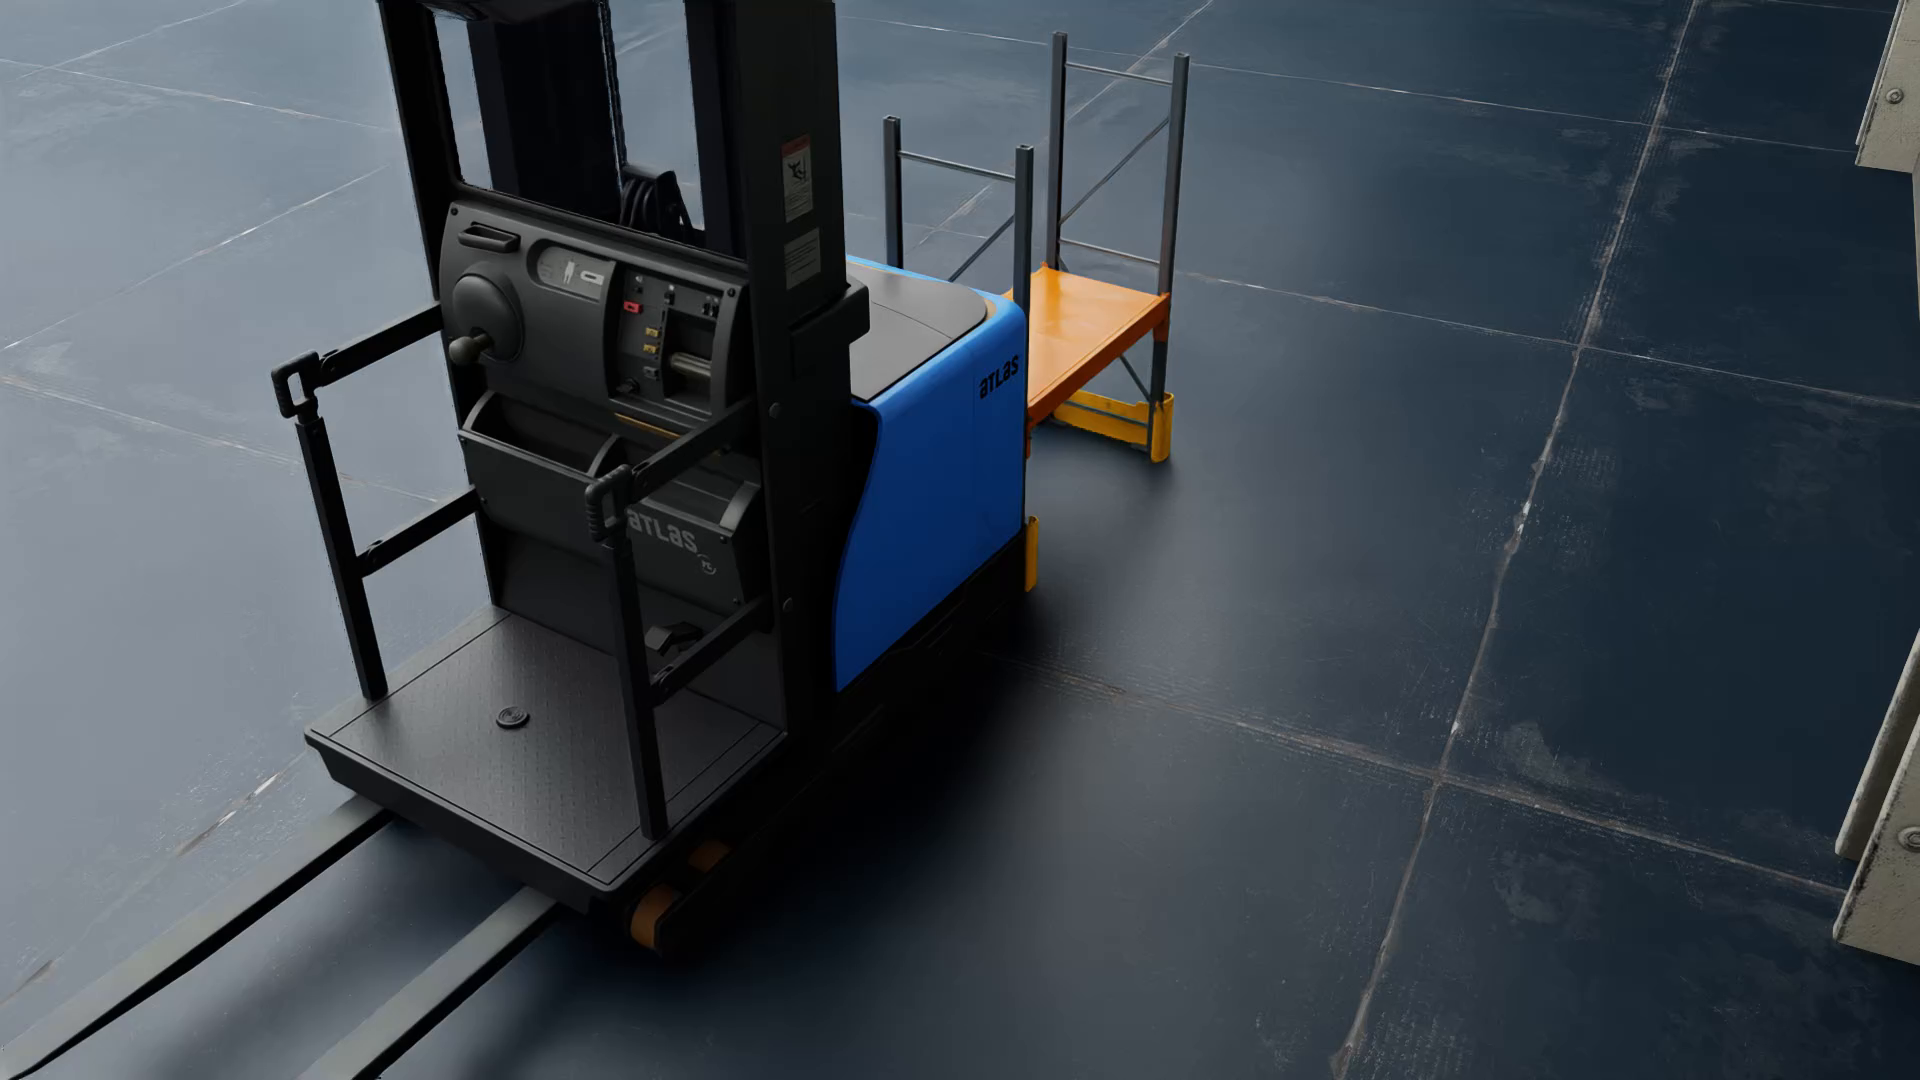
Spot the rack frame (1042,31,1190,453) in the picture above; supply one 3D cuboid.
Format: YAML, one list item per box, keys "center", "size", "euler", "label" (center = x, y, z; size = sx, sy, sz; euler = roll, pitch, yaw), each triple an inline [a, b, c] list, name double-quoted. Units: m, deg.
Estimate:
- center: [0.532, -1.026, 5.947]
  size: [0.500, 1.500, 0.032]
  euler: [19, 38, 26]
  label: "rack frame"

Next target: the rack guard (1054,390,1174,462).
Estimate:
- center: [0.522, -0.494, 6.276]
  size: [0.587, 0.250, 0.087]
  euler: [19, 38, 26]
  label: "rack guard"

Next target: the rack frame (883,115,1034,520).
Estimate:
- center: [-0.009, -0.554, 5.227]
  size: [0.500, 1.500, 0.032]
  euler: [19, 38, 26]
  label: "rack frame"

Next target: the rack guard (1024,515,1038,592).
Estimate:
- center: [-0.009, -0.032, 5.571]
  size: [0.587, 0.250, 0.087]
  euler: [19, 38, 26]
  label: "rack guard"

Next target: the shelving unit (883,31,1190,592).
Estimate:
- center: [0.257, -0.786, 5.580]
  size: [0.587, 1.500, 1.083]
  euler: [19, 38, 26]
  label: "shelving unit"

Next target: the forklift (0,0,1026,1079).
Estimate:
- center: [-1.009, -0.488, 3.821]
  size: [1.130, 2.935, 3.031]
  euler: [19, 38, 27]
  label: "forklift"

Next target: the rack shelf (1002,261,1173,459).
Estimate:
- center: [0.261, -0.639, 5.685]
  size: [0.538, 0.185, 1.000]
  euler: [19, 38, 26]
  label: "rack shelf"
